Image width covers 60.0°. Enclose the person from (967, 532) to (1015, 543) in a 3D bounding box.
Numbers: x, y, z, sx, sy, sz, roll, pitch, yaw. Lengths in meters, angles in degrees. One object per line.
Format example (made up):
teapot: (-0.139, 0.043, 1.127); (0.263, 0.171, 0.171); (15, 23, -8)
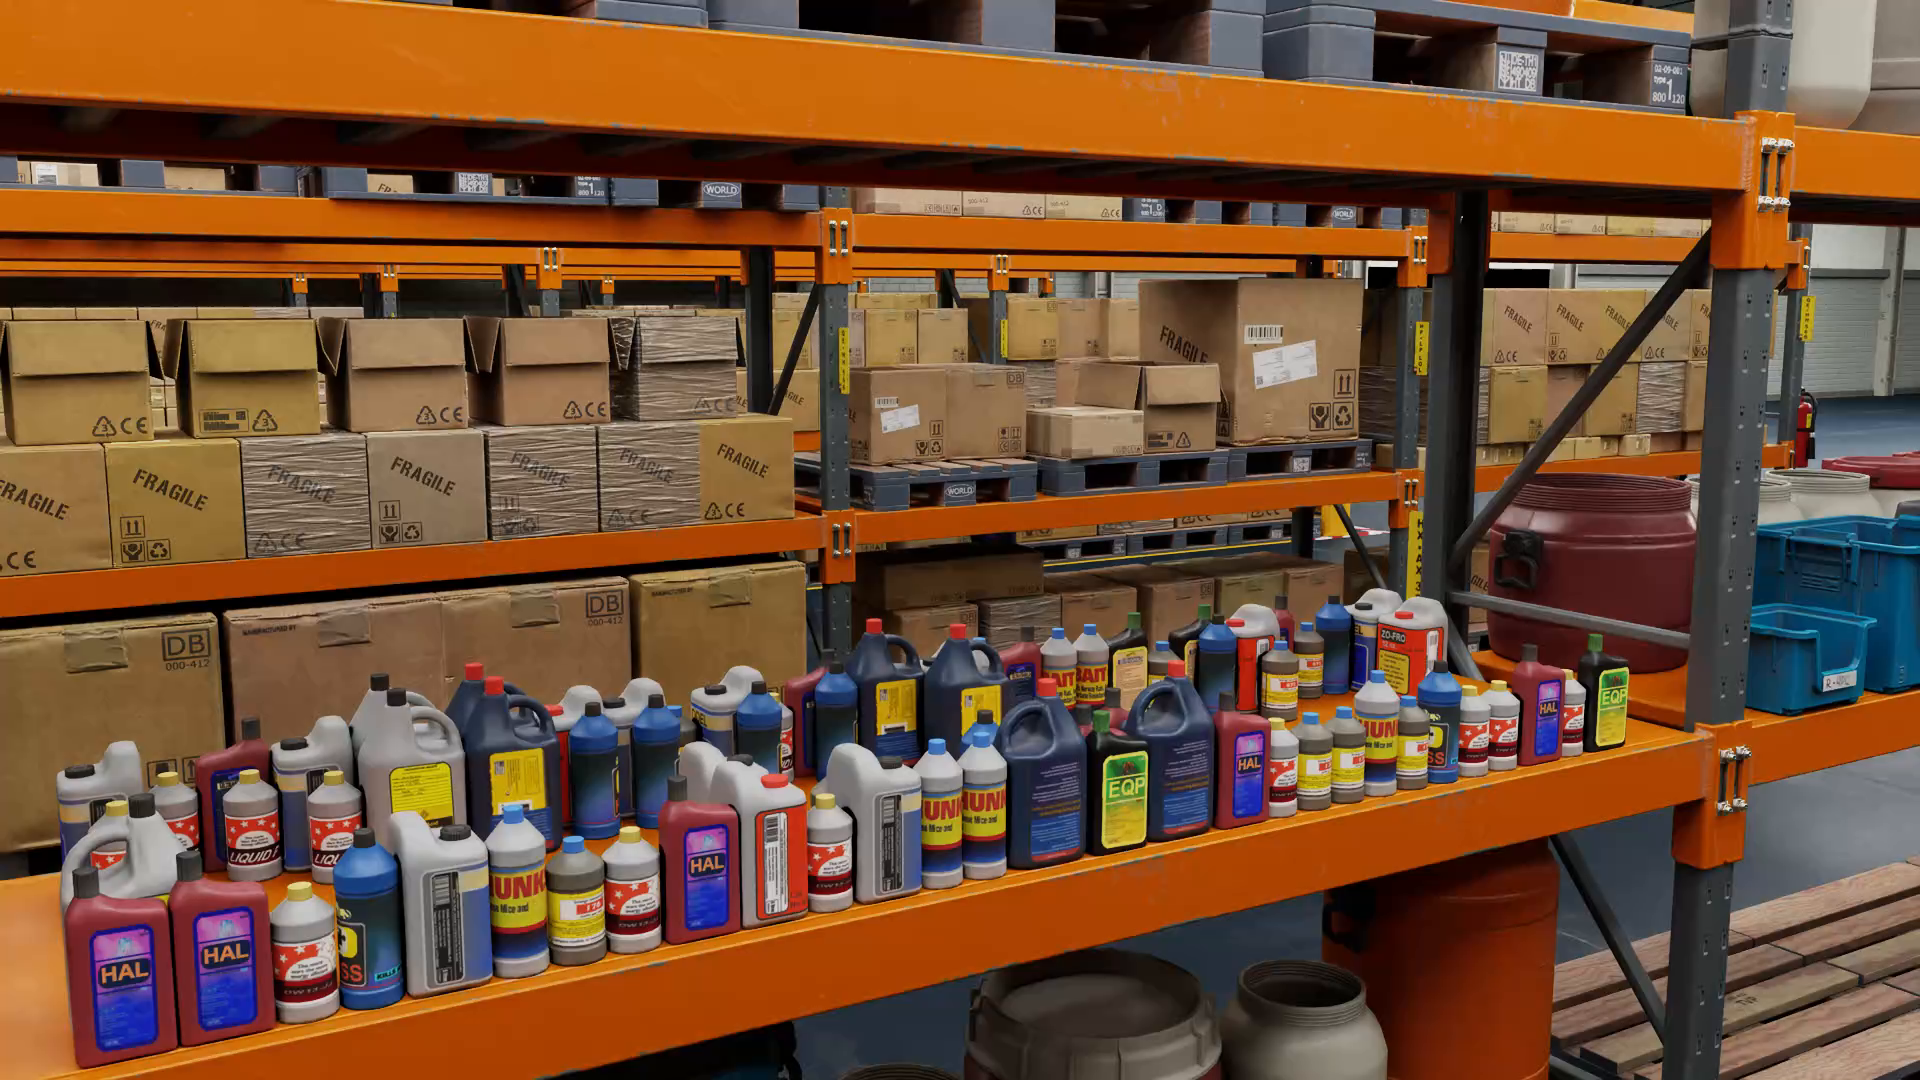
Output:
person: (0.242, -0.183, 12.126); (0.418, 1.649, 0.563); (-6, 10, -34)
